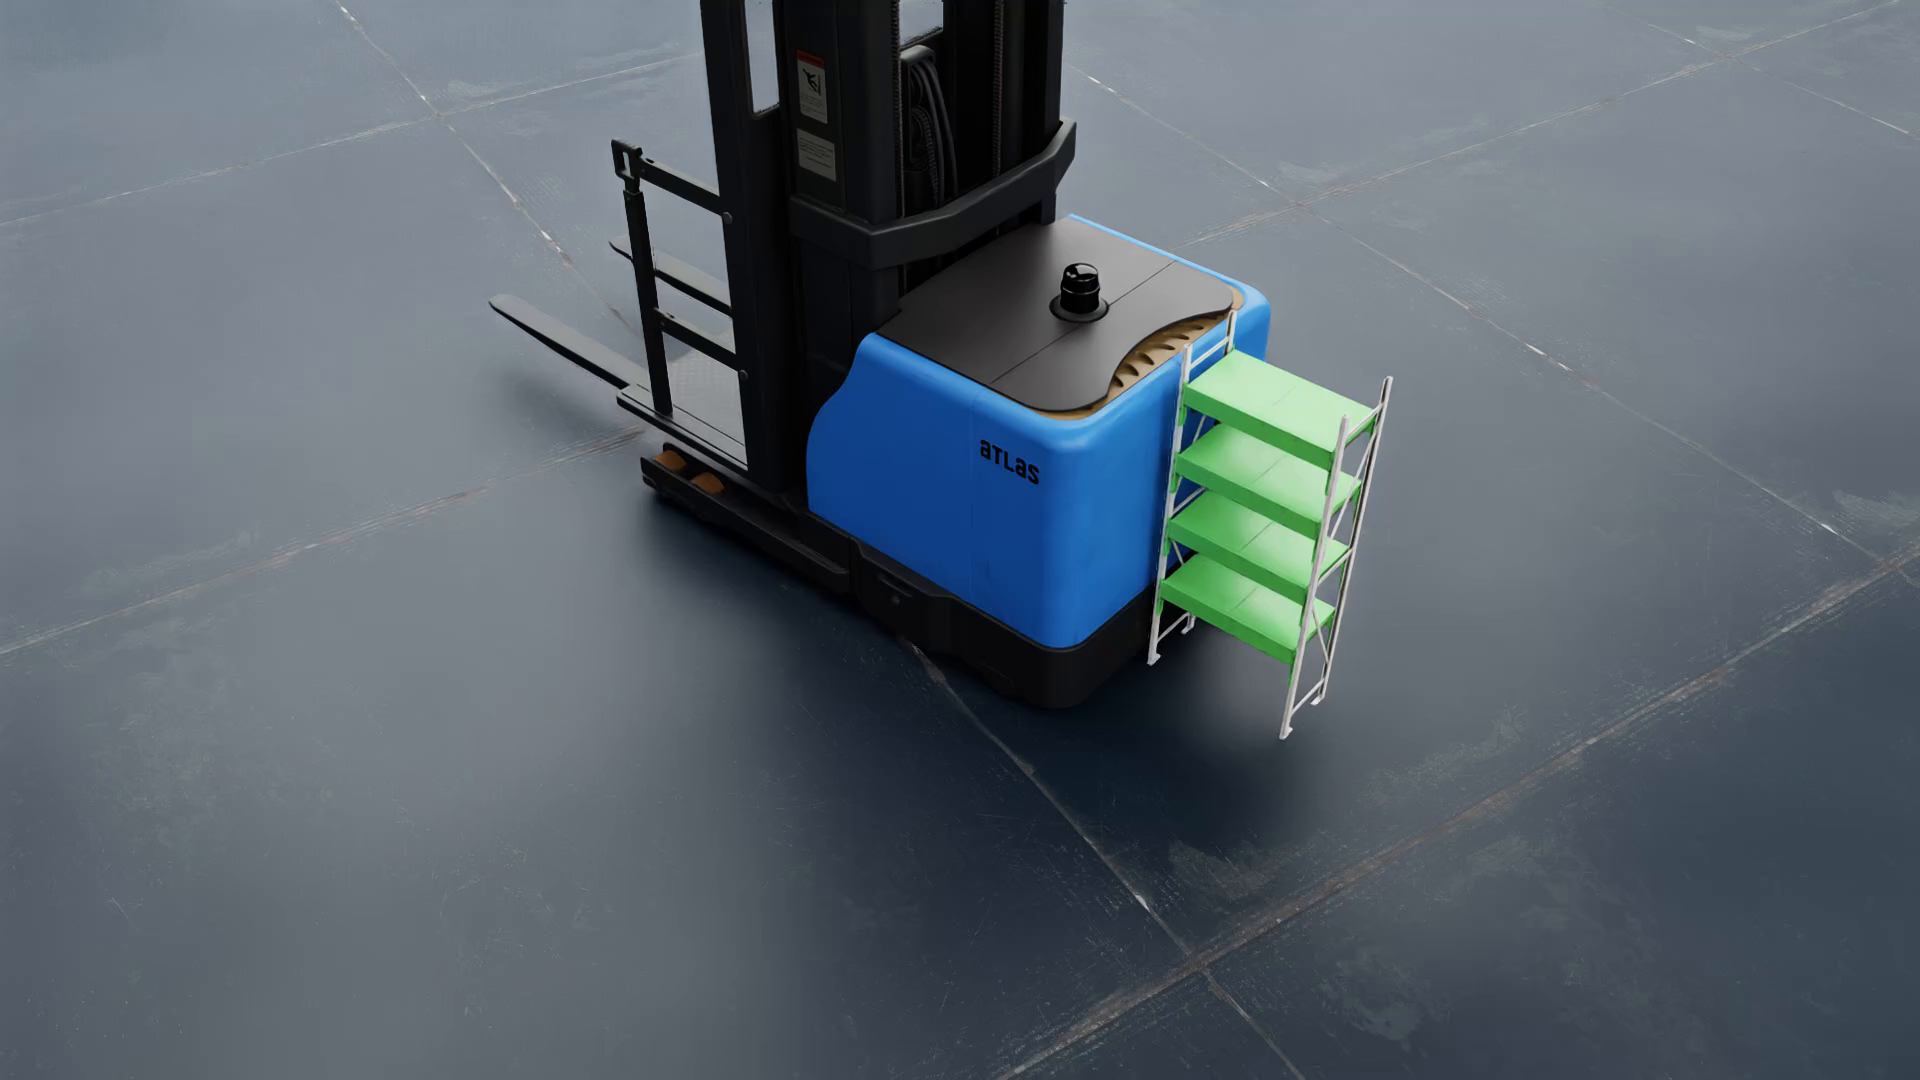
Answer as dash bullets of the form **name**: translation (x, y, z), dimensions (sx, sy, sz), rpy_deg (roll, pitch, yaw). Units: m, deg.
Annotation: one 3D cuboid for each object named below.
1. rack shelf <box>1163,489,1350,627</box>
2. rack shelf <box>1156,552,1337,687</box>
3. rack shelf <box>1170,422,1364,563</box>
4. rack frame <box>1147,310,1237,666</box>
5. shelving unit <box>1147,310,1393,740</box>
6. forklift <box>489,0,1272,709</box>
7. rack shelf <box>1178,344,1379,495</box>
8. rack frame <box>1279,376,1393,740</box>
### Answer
- **rack shelf**: translation (0.868, 0.031, 4.871), dimensions (0.480, 0.148, 0.258), rpy_deg (29, 48, 29)
- **rack shelf**: translation (0.865, 0.214, 5.026), dimensions (0.480, 0.148, 0.258), rpy_deg (29, 48, 29)
- **rack shelf**: translation (0.870, -0.153, 4.716), dimensions (0.480, 0.148, 0.258), rpy_deg (29, 48, 29)
- **rack frame**: translation (0.682, -0.122, 4.949), dimensions (0.015, 1.200, 0.240), rpy_deg (29, 48, 29)
- **shelving unit**: translation (0.868, -0.018, 4.829), dimensions (0.503, 1.200, 0.258), rpy_deg (29, 48, 29)
- **forklift**: translation (-0.495, -1.421, 5.166), dimensions (3.031, 2.935, 1.130), rpy_deg (29, 48, 30)
- **rack shelf**: translation (0.872, -0.336, 4.561), dimensions (0.480, 0.148, 0.258), rpy_deg (29, 48, 29)
- **rack frame**: translation (1.054, 0.085, 4.710), dimensions (0.015, 1.200, 0.240), rpy_deg (29, 48, 29)
